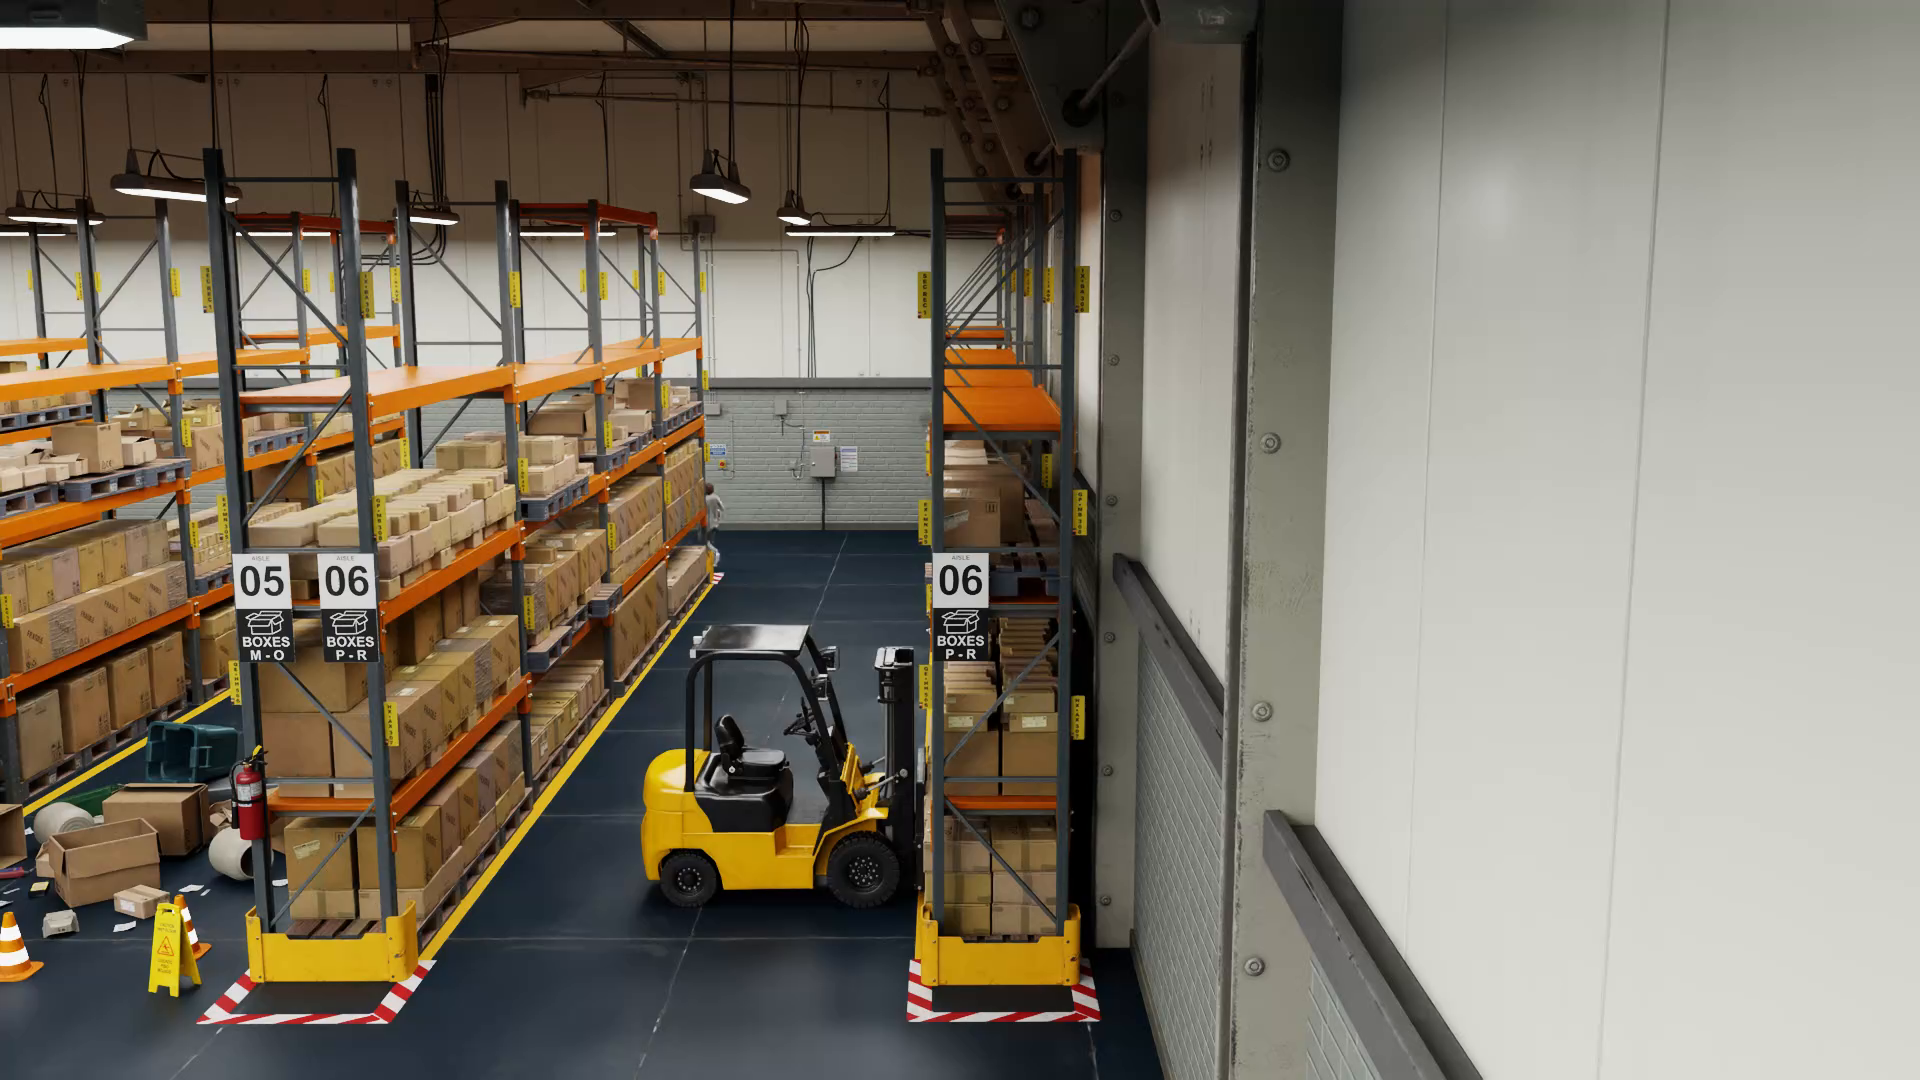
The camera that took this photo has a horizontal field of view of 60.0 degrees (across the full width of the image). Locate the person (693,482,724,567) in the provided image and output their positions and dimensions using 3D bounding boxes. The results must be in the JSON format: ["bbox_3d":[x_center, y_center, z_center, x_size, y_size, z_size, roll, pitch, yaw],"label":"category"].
[{"bbox_3d":[-4.429,-0.256,29.279,0.473,1.549,0.601,8,12,42],"label":"person"}]
